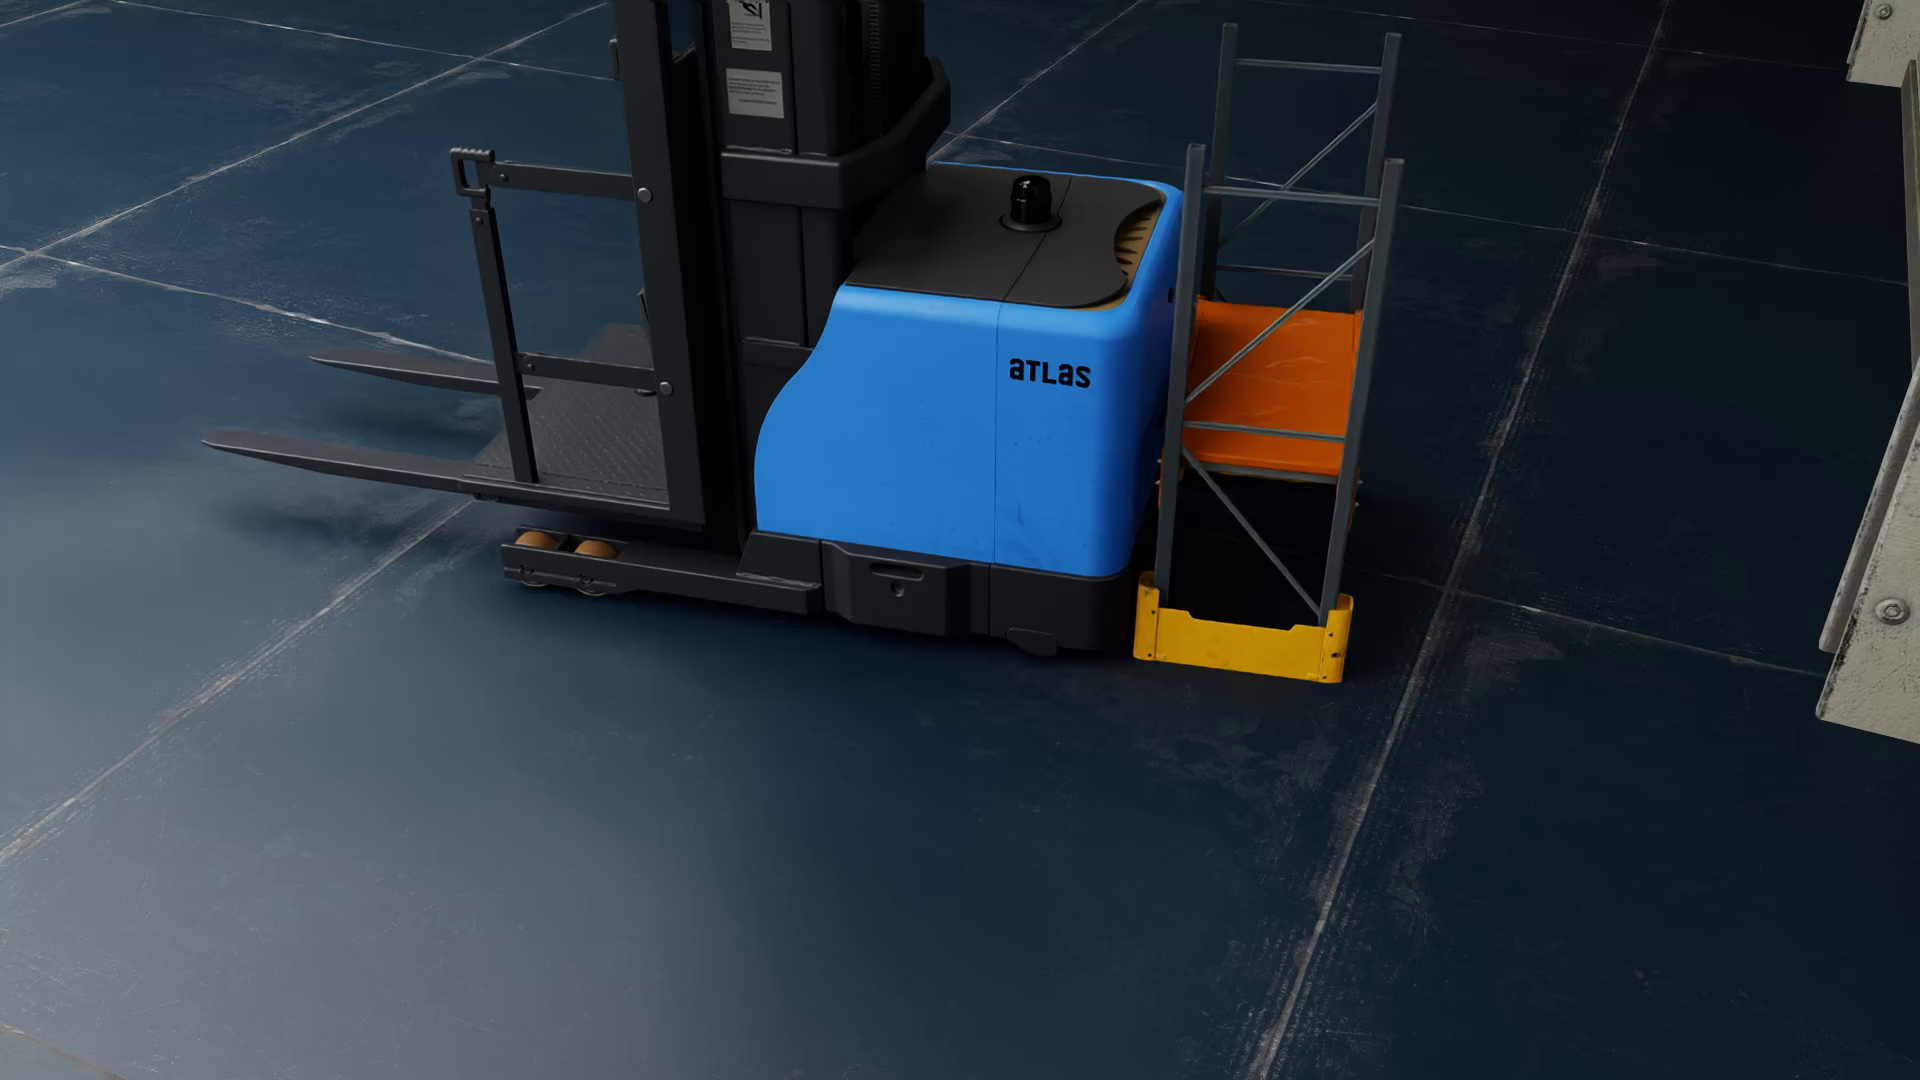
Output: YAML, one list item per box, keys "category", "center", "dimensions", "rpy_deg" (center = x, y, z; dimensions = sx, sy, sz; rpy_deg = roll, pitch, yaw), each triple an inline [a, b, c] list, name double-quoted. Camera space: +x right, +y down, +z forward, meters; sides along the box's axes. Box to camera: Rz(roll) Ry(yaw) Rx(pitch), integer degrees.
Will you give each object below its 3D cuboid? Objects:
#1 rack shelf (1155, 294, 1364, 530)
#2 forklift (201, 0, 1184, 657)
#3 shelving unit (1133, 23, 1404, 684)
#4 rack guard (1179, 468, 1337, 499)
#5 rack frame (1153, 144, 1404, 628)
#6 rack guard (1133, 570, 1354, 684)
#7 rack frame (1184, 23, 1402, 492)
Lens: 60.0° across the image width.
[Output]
- category: "rack shelf"
  center: [0.892, -0.400, 4.821]
  dimensions: [0.538, 0.185, 1.000]
  rpy_deg: [7, 34, 10]
- category: "forklift"
  center: [-0.887, -1.327, 4.601]
  dimensions: [3.031, 2.935, 1.130]
  rpy_deg: [8, 34, 12]
- category: "shelving unit"
  center: [0.890, -0.546, 4.715]
  dimensions: [0.587, 1.500, 1.083]
  rpy_deg: [7, 34, 10]
- category: "rack guard"
  center: [0.995, -0.290, 5.464]
  dimensions: [0.587, 0.250, 0.087]
  rpy_deg: [7, 34, 10]
- category: "rack frame"
  center: [0.785, -0.278, 4.307]
  dimensions: [0.500, 1.500, 0.032]
  rpy_deg: [7, 34, 10]
- category: "rack guard"
  center: [0.785, 0.244, 4.650]
  dimensions: [0.587, 0.250, 0.087]
  rpy_deg: [7, 34, 10]
- category: "rack frame"
  center: [0.999, -0.823, 5.138]
  dimensions: [0.500, 1.500, 0.032]
  rpy_deg: [7, 34, 10]
